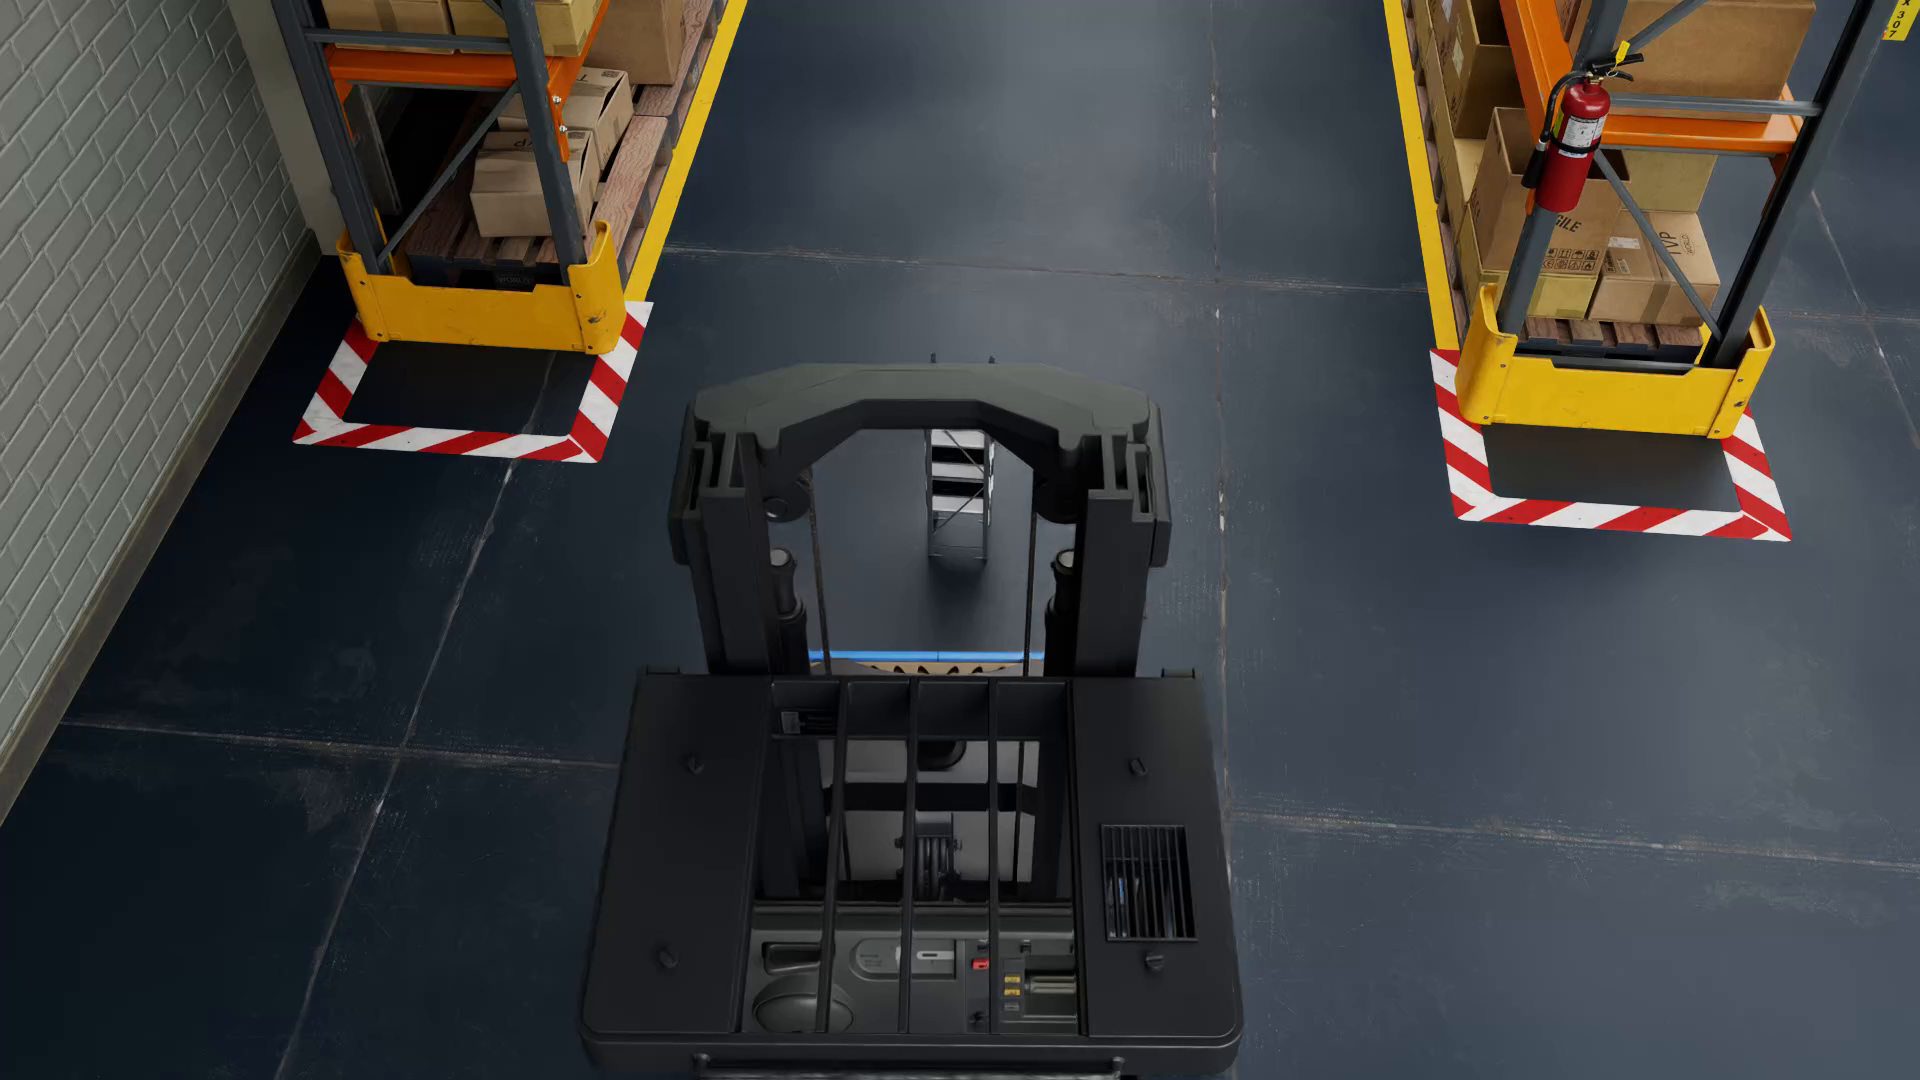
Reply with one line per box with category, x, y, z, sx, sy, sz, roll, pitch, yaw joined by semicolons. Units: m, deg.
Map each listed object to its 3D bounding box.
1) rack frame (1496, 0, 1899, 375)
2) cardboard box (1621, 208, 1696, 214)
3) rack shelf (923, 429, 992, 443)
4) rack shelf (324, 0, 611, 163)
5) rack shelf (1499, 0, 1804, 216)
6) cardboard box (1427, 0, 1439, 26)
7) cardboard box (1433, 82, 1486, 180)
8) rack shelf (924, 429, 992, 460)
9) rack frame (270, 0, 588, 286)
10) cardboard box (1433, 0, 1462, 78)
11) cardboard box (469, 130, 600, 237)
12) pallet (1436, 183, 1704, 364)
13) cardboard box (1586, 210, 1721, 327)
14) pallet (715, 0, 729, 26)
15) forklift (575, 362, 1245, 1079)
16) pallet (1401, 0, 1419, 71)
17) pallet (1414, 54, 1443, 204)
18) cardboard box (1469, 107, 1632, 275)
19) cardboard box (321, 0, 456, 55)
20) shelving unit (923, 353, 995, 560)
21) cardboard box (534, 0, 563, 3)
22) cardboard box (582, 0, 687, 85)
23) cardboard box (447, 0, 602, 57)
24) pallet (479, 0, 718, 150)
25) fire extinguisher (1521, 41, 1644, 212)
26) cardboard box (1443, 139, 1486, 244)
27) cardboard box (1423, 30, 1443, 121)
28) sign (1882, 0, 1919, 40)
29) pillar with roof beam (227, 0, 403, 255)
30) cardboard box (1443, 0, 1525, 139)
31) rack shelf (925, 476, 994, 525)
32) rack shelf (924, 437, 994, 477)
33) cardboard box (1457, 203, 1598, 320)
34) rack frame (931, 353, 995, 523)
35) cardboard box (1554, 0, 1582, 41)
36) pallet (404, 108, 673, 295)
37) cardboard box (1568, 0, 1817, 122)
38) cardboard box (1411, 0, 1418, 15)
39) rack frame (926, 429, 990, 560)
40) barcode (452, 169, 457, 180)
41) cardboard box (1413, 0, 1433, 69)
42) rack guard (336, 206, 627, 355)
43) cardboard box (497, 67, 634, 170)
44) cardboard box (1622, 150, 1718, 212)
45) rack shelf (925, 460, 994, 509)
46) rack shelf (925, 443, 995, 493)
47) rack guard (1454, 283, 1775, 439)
rack frame;2.785;-1.629;6.233;1.000;3.000;0.127;4;48;4
cardboard box;3.097;-1.589;7.776;0.500;0.250;0.500;4;48;4
rack shelf;0.001;-0.469;6.275;0.258;0.077;0.200;4;48;4
rack shelf;-1.967;-3.186;8.145;1.077;0.370;4.000;4;48;4
rack shelf;2.967;-2.856;7.842;1.077;0.370;4.000;4;48;4
cardboard box;2.704;-2.980;8.540;0.500;0.500;0.500;4;48;4
cardboard box;2.617;-1.992;8.144;0.500;0.250;0.500;4;48;4
rack shelf;0.001;-0.409;6.341;0.258;0.077;0.200;4;48;4
rack frame;-2.149;-1.959;6.535;1.000;3.000;0.127;4;48;4
cardboard box;2.661;-2.613;8.203;0.500;0.500;0.500;4;48;4
cardboard box;-1.996;-1.703;7.824;0.500;0.311;0.500;-1;48;-1
pallet;2.813;-1.252;7.778;1.003;0.211;1.213;4;48;4
cardboard box;3.055;-1.222;7.439;0.500;0.250;0.500;4;48;4
pallet;-1.810;-3.461;9.799;1.003;0.211;1.213;4;48;4
forklift;-0.078;1.160;3.729;1.130;2.935;3.031;0;48;0
pallet;3.035;-3.045;9.418;1.003;0.211;1.213;4;48;4
pallet;2.926;-2.146;8.596;1.003;0.211;1.213;4;48;4
cardboard box;2.537;-1.510;7.195;0.500;0.500;0.500;4;48;4
cardboard box;-2.299;-2.272;6.909;0.500;0.250;0.500;4;48;4
shelving unit;0.001;-0.310;6.449;0.258;0.900;0.210;4;48;4
cardboard box;-1.806;-2.499;6.609;0.500;0.500;0.500;4;48;4
cardboard box;-1.828;-2.721;8.628;0.700;0.500;0.500;1;48;1
cardboard box;-1.788;-2.252;6.891;0.500;0.250;0.500;3;48;2
pallet;-1.919;-2.563;8.977;1.003;0.211;1.213;4;48;4
fire extinguisher;2.311;-1.547;6.211;0.296;0.674;0.183;4;48;4
cardboard box;2.573;-1.625;7.808;0.500;0.250;0.500;4;48;4
cardboard box;2.664;-2.359;8.480;0.500;0.250;0.500;4;48;4
sign;3.337;-1.906;5.846;0.100;0.325;0.005;4;48;4
pillar with roof beam;1.341;-4.267;4.580;9.100;9.000;0.400;4;48;4
cardboard box;2.614;-2.245;7.868;0.500;0.500;0.500;4;48;4
rack shelf;0.001;-0.166;6.607;0.258;0.077;0.200;4;48;4
rack shelf;0.001;-0.348;6.408;0.258;0.077;0.200;4;48;4
cardboard box;2.539;-1.256;7.471;0.500;0.250;0.500;4;48;4
rack frame;0.010;-0.384;6.518;0.240;0.900;0.006;4;48;4
cardboard box;2.883;-2.391;6.862;0.700;0.500;0.500;5;48;5
pallet;-2.033;-1.668;8.159;1.003;0.211;1.213;4;48;4
cardboard box;2.840;-2.005;6.509;0.700;0.500;0.500;4;48;4
cardboard box;2.754;-3.094;9.152;0.500;0.250;0.500;4;48;4
rack frame;-0.009;-0.235;6.381;0.240;0.900;0.006;4;48;4
barcode;-2.393;-1.746;7.858;0.001;0.075;0.075;4;48;4
cardboard box;2.704;-2.727;8.816;0.500;0.250;0.500;4;48;4
rack guard;-2.142;-1.171;7.508;1.175;0.500;0.348;4;48;4
cardboard box;-1.944;-2.121;8.207;0.500;0.311;0.500;7;48;7
cardboard box;3.099;-1.842;7.499;0.500;0.500;0.500;4;48;4
rack shelf;0.001;-0.226;6.540;0.258;0.077;0.200;4;48;4
rack shelf;0.001;-0.287;6.474;0.258;0.077;0.200;4;48;4
rack guard;2.782;-0.767;7.139;1.175;0.500;0.348;4;48;4
